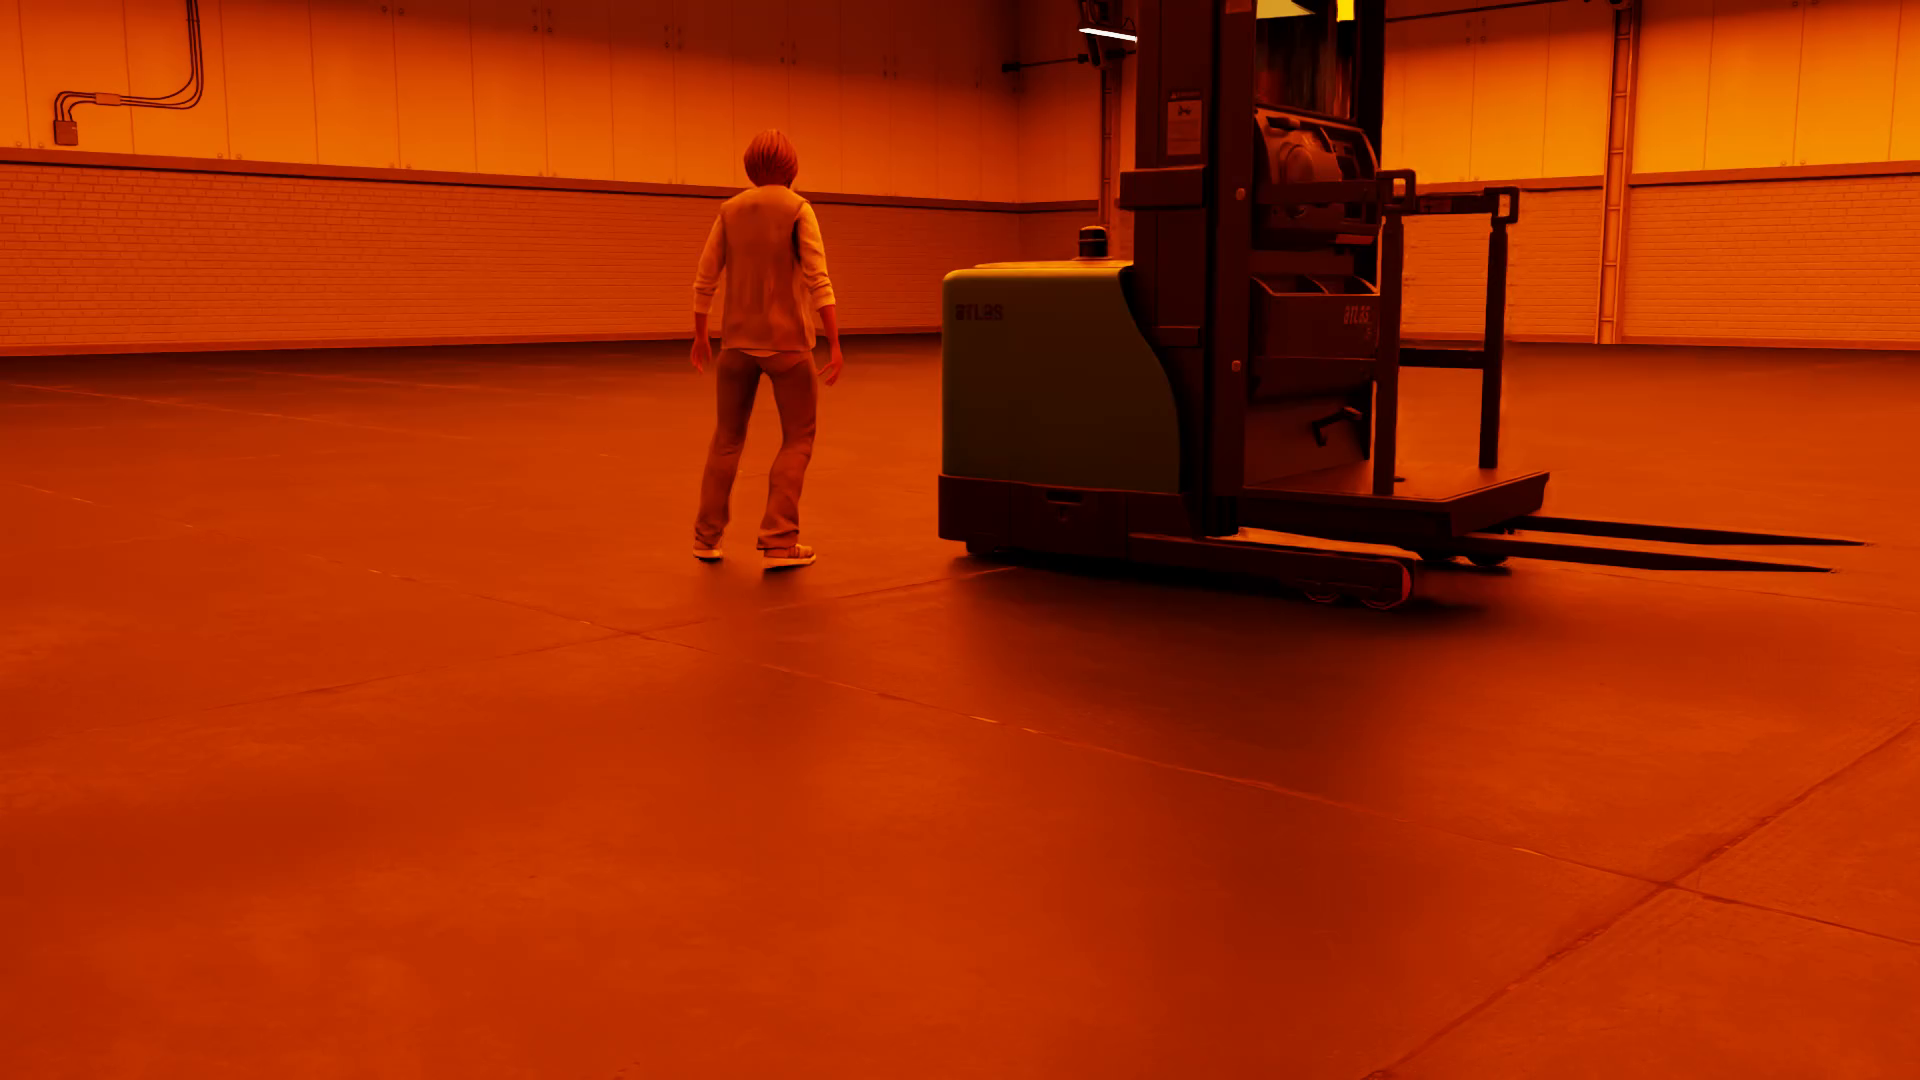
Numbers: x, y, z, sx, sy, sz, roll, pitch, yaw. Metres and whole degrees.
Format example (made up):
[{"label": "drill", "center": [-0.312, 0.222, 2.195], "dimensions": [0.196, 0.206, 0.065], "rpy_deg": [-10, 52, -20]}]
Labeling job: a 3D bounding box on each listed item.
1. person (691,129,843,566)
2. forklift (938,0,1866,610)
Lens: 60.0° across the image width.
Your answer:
[{"label": "person", "center": [-0.720, -0.690, 6.044], "dimensions": [0.690, 1.572, 0.346], "rpy_deg": [3, 9, 21]}, {"label": "forklift", "center": [1.409, -1.318, 5.623], "dimensions": [3.031, 2.935, 1.130], "rpy_deg": [6, 11, 36]}]
